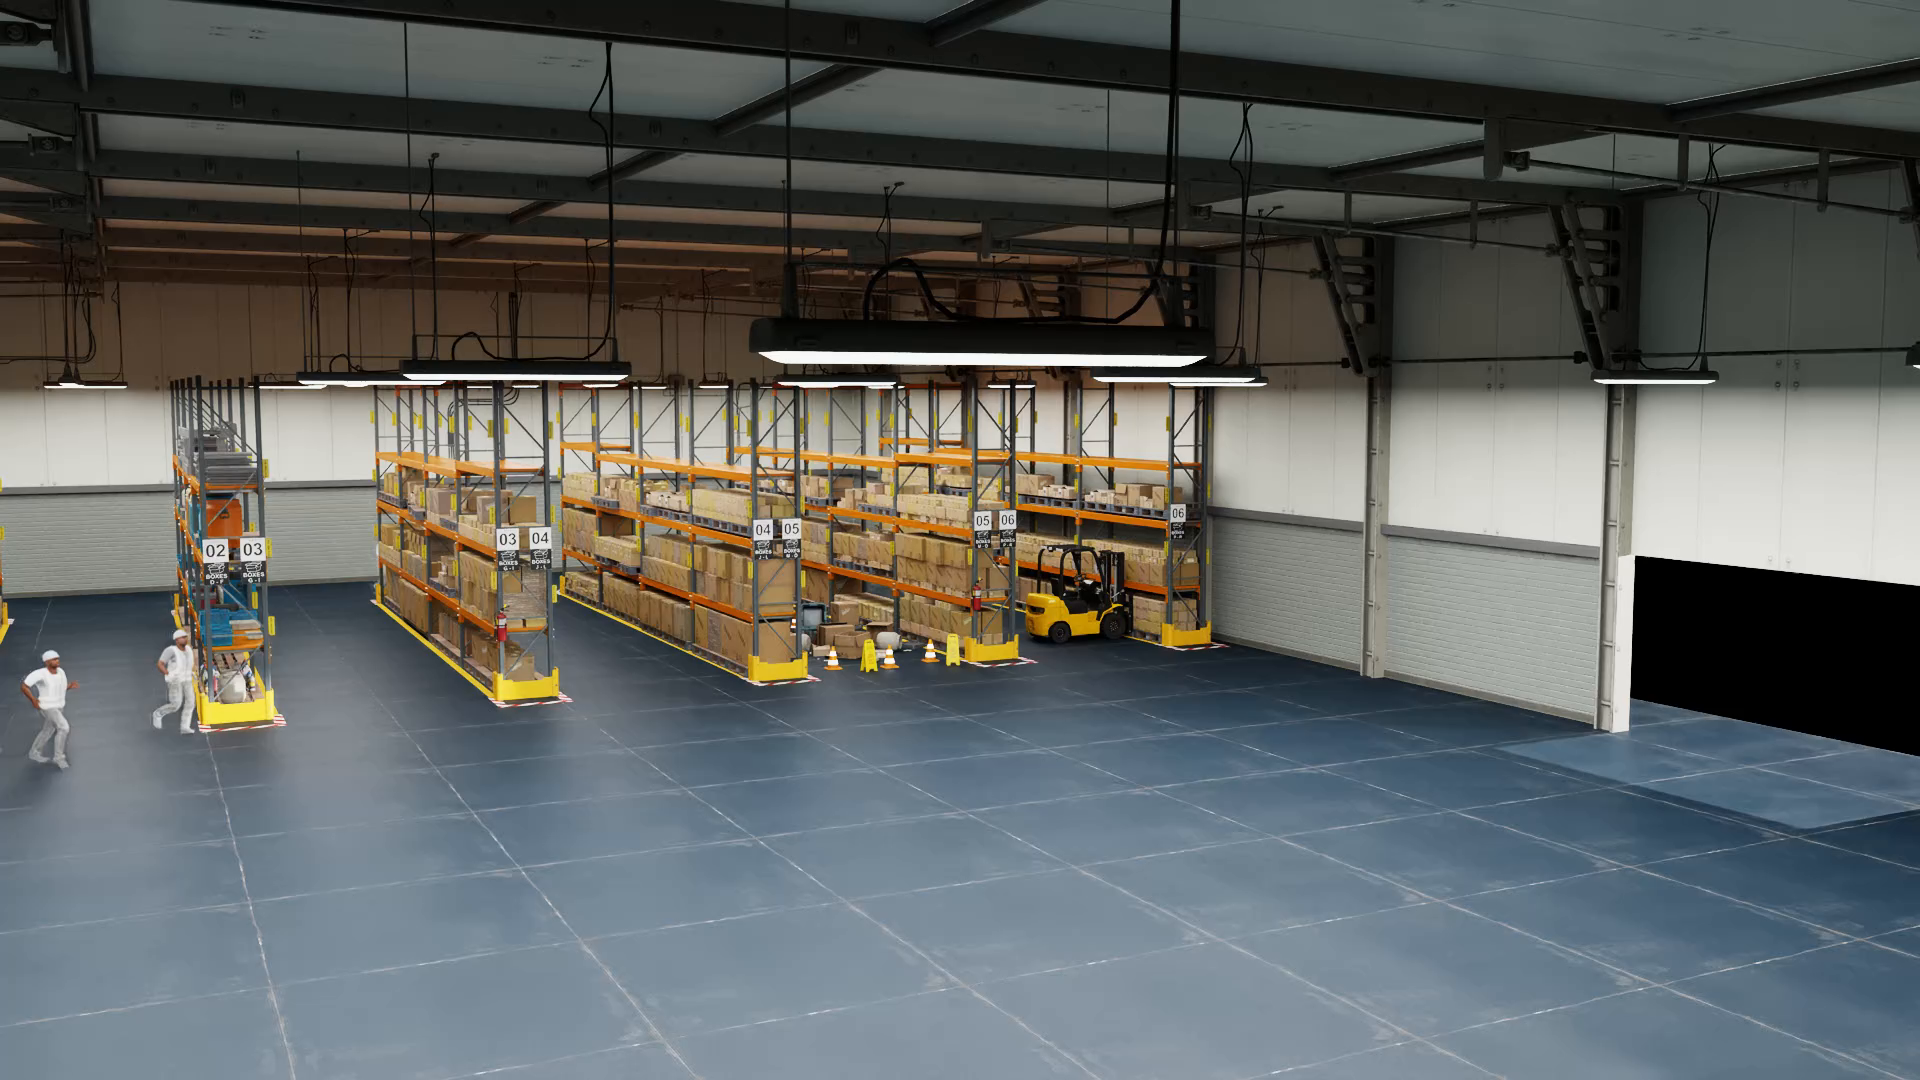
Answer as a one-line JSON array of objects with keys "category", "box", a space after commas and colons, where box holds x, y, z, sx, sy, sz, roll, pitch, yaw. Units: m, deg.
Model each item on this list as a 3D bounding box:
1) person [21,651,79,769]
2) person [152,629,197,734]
[{"category": "person", "box": [-13.899, 2.596, 25.458, 0.771, 1.836, 0.661, 0, 5, 3]}, {"category": "person", "box": [-13.131, 2.378, 27.953, 0.799, 1.756, 0.743, 2, 5, 20]}]
